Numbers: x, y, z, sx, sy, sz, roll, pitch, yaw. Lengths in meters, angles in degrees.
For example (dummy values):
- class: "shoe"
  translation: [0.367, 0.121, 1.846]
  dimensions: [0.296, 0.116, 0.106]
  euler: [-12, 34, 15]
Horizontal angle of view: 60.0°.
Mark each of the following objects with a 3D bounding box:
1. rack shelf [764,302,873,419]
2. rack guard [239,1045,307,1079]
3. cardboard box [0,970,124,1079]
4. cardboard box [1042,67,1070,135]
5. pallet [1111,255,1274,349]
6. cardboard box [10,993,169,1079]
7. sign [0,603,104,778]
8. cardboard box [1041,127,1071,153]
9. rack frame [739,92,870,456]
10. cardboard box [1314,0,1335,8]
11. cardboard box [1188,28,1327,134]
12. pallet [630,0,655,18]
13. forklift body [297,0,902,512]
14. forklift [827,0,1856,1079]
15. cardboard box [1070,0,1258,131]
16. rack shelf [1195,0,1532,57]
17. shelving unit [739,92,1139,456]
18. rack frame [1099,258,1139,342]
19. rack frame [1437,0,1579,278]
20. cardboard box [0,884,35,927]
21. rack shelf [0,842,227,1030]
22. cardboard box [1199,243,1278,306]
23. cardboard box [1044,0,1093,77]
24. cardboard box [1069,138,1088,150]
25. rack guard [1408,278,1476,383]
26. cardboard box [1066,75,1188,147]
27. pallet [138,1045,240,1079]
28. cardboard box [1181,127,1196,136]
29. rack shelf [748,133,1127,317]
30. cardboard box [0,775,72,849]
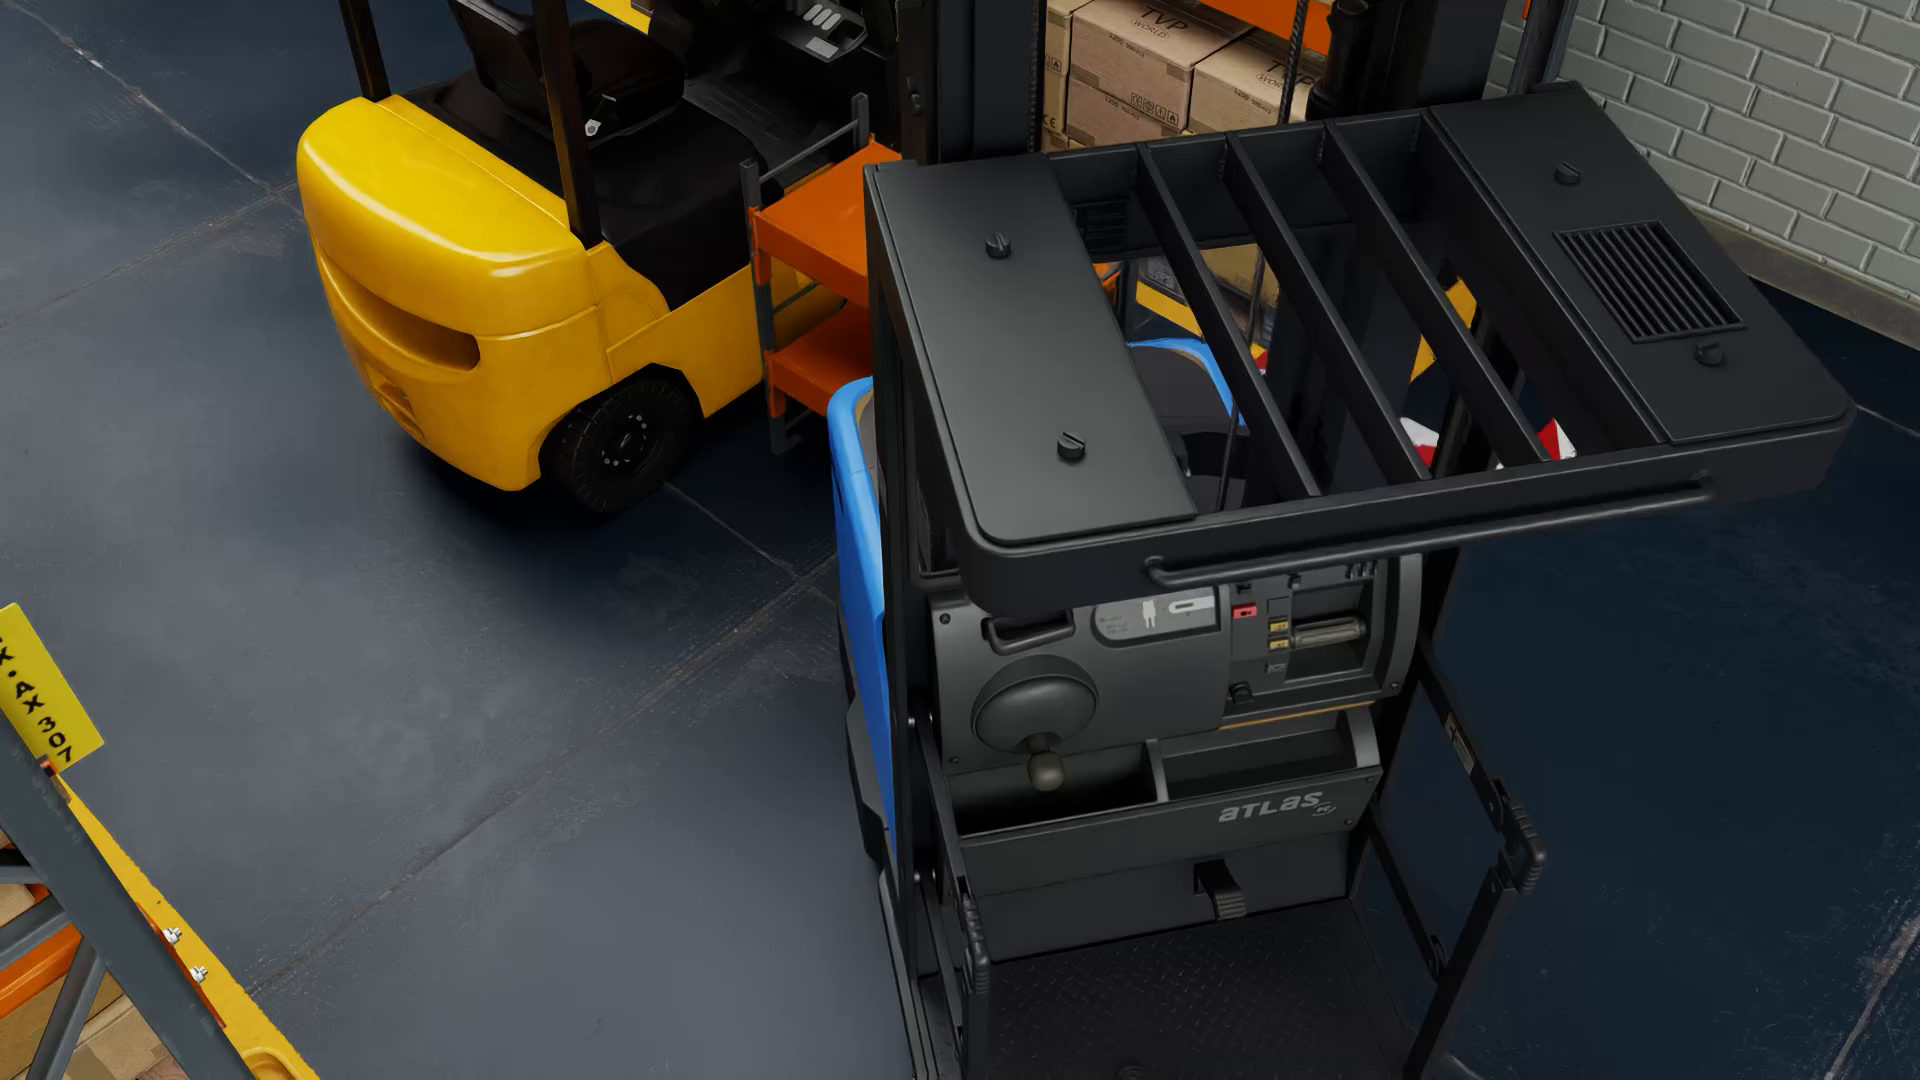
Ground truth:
- class: "rack shelf"
  translation: [-0.067, -0.396, 5.185]
  dimensions: [1.000, 0.278, 0.538]
  euler: [33, 55, 27]
- class: "rack guard"
  translation: [-1.760, 1.629, 3.378]
  dimensions: [0.348, 0.500, 1.175]
  euler: [34, 55, 28]
- class: "cardboard box"
  translation: [-2.127, 0.793, 3.531]
  dimensions: [0.500, 0.500, 0.500]
  euler: [32, 55, 27]
- class: "cardboard box"
  translation: [0.335, -1.795, 6.133]
  dimensions: [0.500, 0.250, 0.500]
  euler: [33, 55, 27]
- class: "pallet"
  translation: [1.069, -1.251, 6.280]
  dimensions: [1.213, 0.211, 1.003]
  euler: [34, 55, 28]
- class: "cardboard box"
  translation: [-2.110, 1.061, 3.794]
  dimensions: [0.500, 0.250, 0.500]
  euler: [33, 55, 27]
- class: "sign"
  translation: [-1.337, 0.224, 2.388]
  dimensions: [0.005, 0.325, 0.100]
  euler: [34, 55, 28]
- class: "cardboard box"
  translation: [0.379, -1.619, 6.310]
  dimensions: [0.500, 0.250, 0.500]
  euler: [35, 56, 28]
- class: "rack frame"
  translation: [-0.449, -0.808, 5.237]
  dimensions: [0.032, 1.125, 0.500]
  euler: [33, 55, 27]
- class: "cardboard box"
  translation: [1.120, -1.987, 4.989]
  dimensions: [0.500, 0.500, 0.500]
  euler: [33, 55, 27]
- class: "cardboard box"
  translation: [1.109, -1.455, 5.471]
  dimensions: [0.500, 0.250, 0.500]
  euler: [36, 56, 29]
- class: "pallet"
  translation: [-0.724, -2.458, 7.413]
  dimensions: [1.213, 0.211, 1.003]
  euler: [34, 55, 28]
- class: "forklift body"
  translation: [-0.971, -1.520, 5.202]
  dimensions: [1.214, 2.155, 2.313]
  euler: [34, 55, 28]
- class: "forklift"
  translation: [0.455, 0.315, 2.944]
  dimensions: [1.130, 2.935, 3.031]
  euler: [-9, 47, -8]
- class: "cardboard box"
  translation: [0.730, -1.705, 5.705]
  dimensions: [0.500, 0.250, 0.500]
  euler: [35, 56, 28]
- class: "rack shelf"
  translation: [0.190, -2.593, 6.120]
  dimensions: [4.000, 0.370, 1.077]
  euler: [34, 55, 28]
- class: "shelving unit"
  translation: [-0.067, -0.563, 5.007]
  dimensions: [1.048, 1.125, 0.538]
  euler: [33, 55, 27]
- class: "rack frame"
  translation: [0.315, -0.318, 4.777]
  dimensions: [0.032, 1.125, 0.500]
  euler: [33, 55, 27]
- class: "rack frame"
  translation: [1.659, -1.850, 4.930]
  dimensions: [0.127, 3.000, 1.000]
  euler: [34, 55, 28]
- class: "cardboard box"
  translation: [-1.814, 0.618, 2.784]
  dimensions: [0.250, 0.149, 0.380]
  euler: [34, 55, 28]
- class: "rack shelf"
  translation: [-3.174, 0.068, 3.622]
  dimensions: [4.000, 0.370, 1.077]
  euler: [34, 55, 28]
- class: "cardboard box"
  translation: [1.100, -1.116, 5.838]
  dimensions: [0.500, 0.250, 0.500]
  euler: [34, 56, 28]
- class: "cardboard box"
  translation: [0.353, -1.949, 5.935]
  dimensions: [0.500, 0.250, 0.500]
  euler: [35, 56, 28]
- class: "cardboard box"
  translation: [0.741, -1.367, 6.074]
  dimensions: [0.500, 0.250, 0.500]
  euler: [34, 55, 28]
- class: "rack guard"
  translation: [1.677, -0.983, 5.830]
  dimensions: [0.348, 0.500, 1.175]
  euler: [34, 55, 28]
- class: "cardboard box"
  translation: [0.728, -1.551, 5.904]
  dimensions: [0.500, 0.250, 0.500]
  euler: [33, 55, 27]
- class: "pallet"
  translation: [-2.333, 1.307, 3.878]
  dimensions: [1.213, 0.211, 1.003]
  euler: [34, 55, 28]
- class: "cardboard box"
  translation: [1.090, -1.297, 5.665]
  dimensions: [0.500, 0.250, 0.500]
  euler: [33, 55, 27]
- class: "rack shelf"
  translation: [-0.067, -0.763, 4.794]
  dimensions: [1.000, 0.278, 0.538]
  euler: [33, 55, 27]
- class: "cardboard box"
  translation: [-1.864, 0.292, 2.646]
  dimensions: [0.500, 0.500, 0.500]
  euler: [33, 55, 27]
